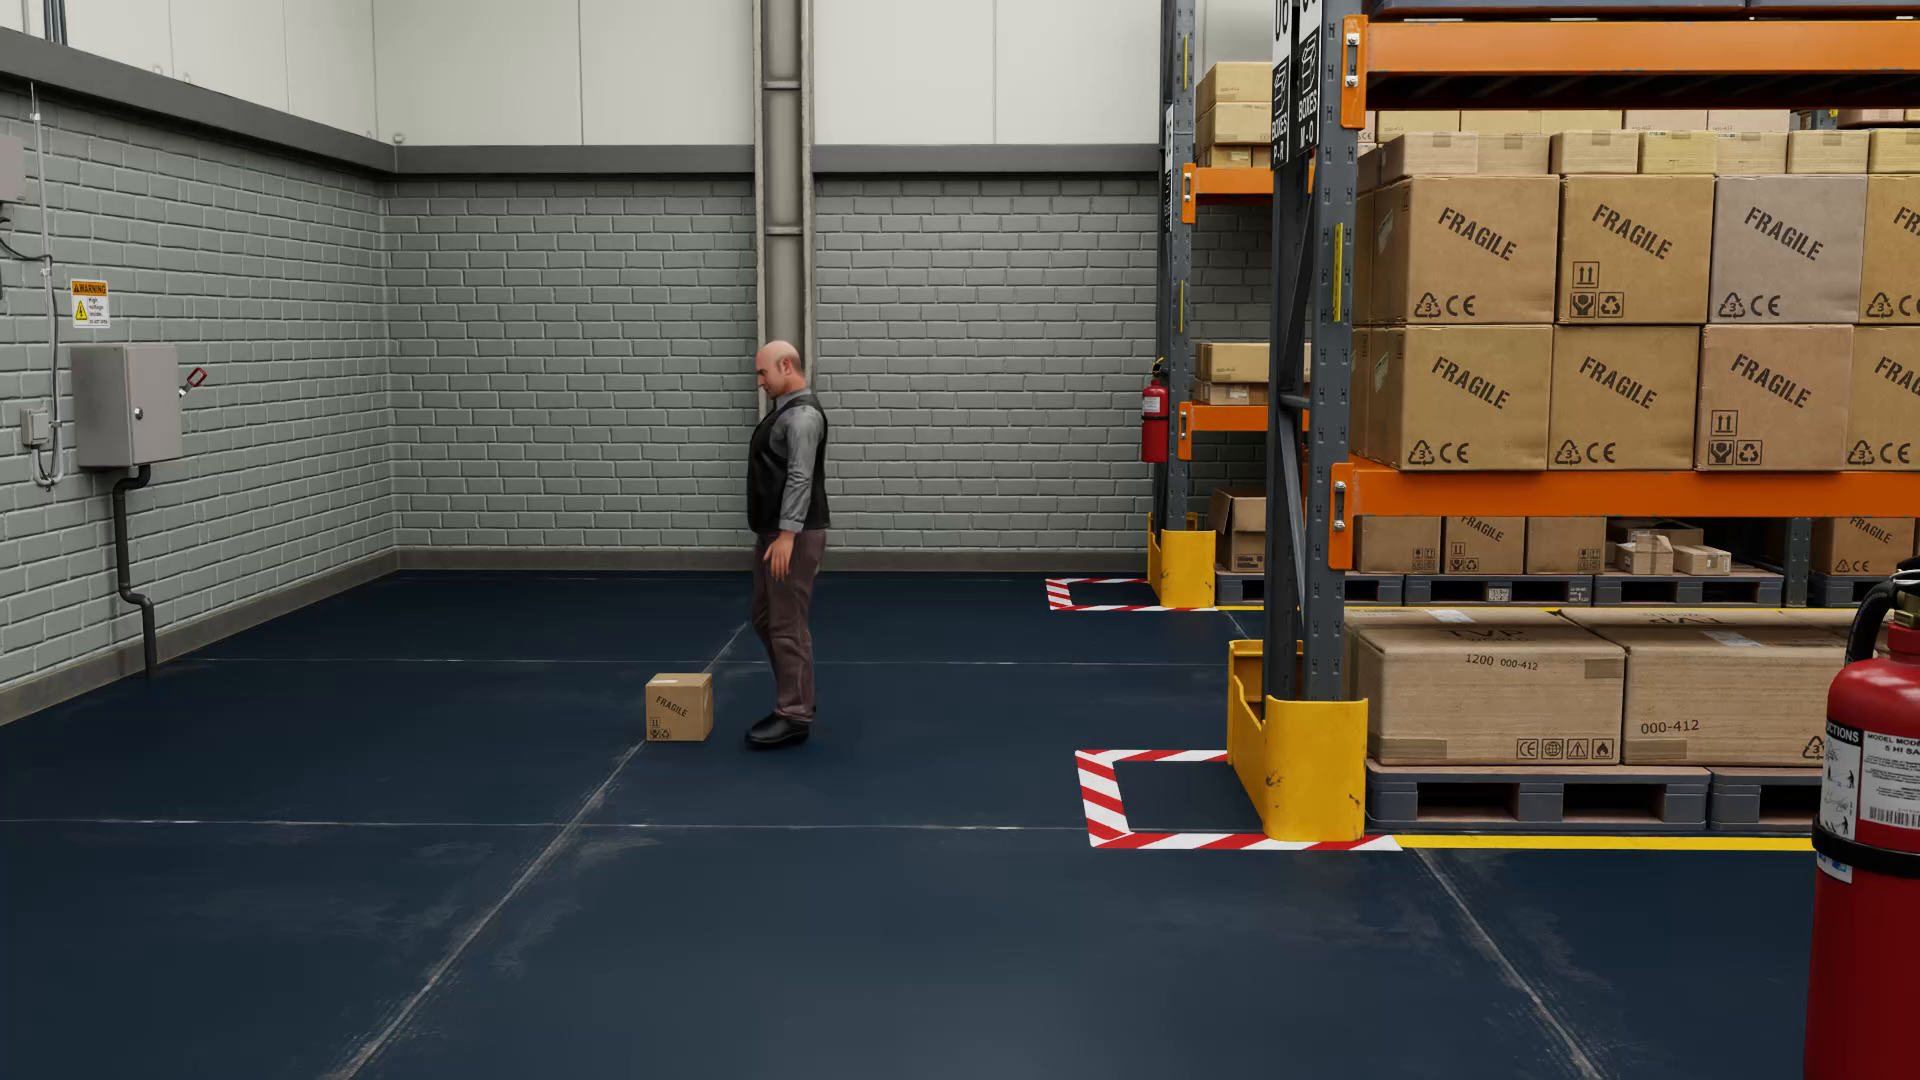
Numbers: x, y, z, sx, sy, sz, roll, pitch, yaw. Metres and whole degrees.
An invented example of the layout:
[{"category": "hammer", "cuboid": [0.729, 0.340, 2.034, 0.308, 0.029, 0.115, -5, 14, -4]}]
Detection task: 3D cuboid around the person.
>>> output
[{"category": "person", "cuboid": [-0.766, 0.018, 7.230, 0.401, 1.761, 0.645, -2, 7, -13]}]
